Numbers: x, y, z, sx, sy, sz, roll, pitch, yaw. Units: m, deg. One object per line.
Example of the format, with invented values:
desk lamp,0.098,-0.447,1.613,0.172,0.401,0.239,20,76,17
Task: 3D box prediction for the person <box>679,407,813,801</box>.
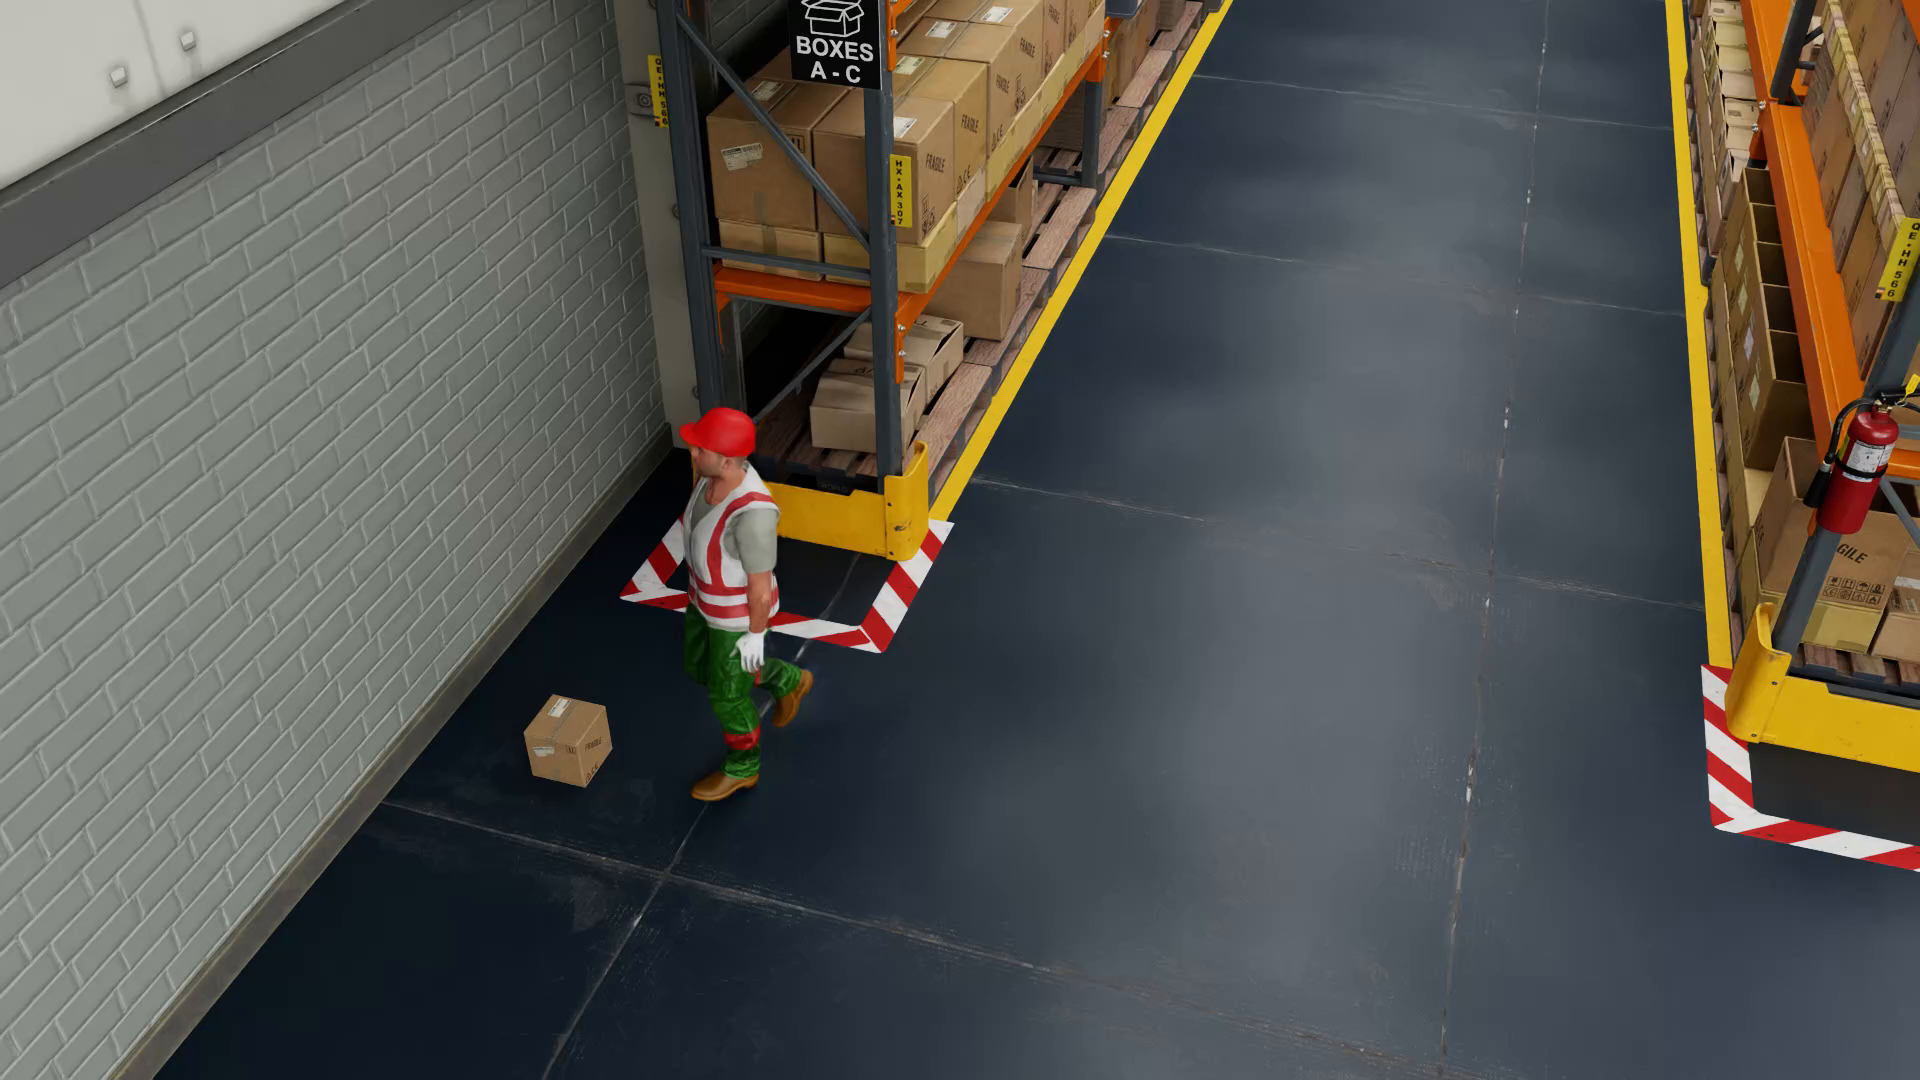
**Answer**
person,-0.864,0.238,6.534,0.650,1.779,0.542,-20,41,-24
